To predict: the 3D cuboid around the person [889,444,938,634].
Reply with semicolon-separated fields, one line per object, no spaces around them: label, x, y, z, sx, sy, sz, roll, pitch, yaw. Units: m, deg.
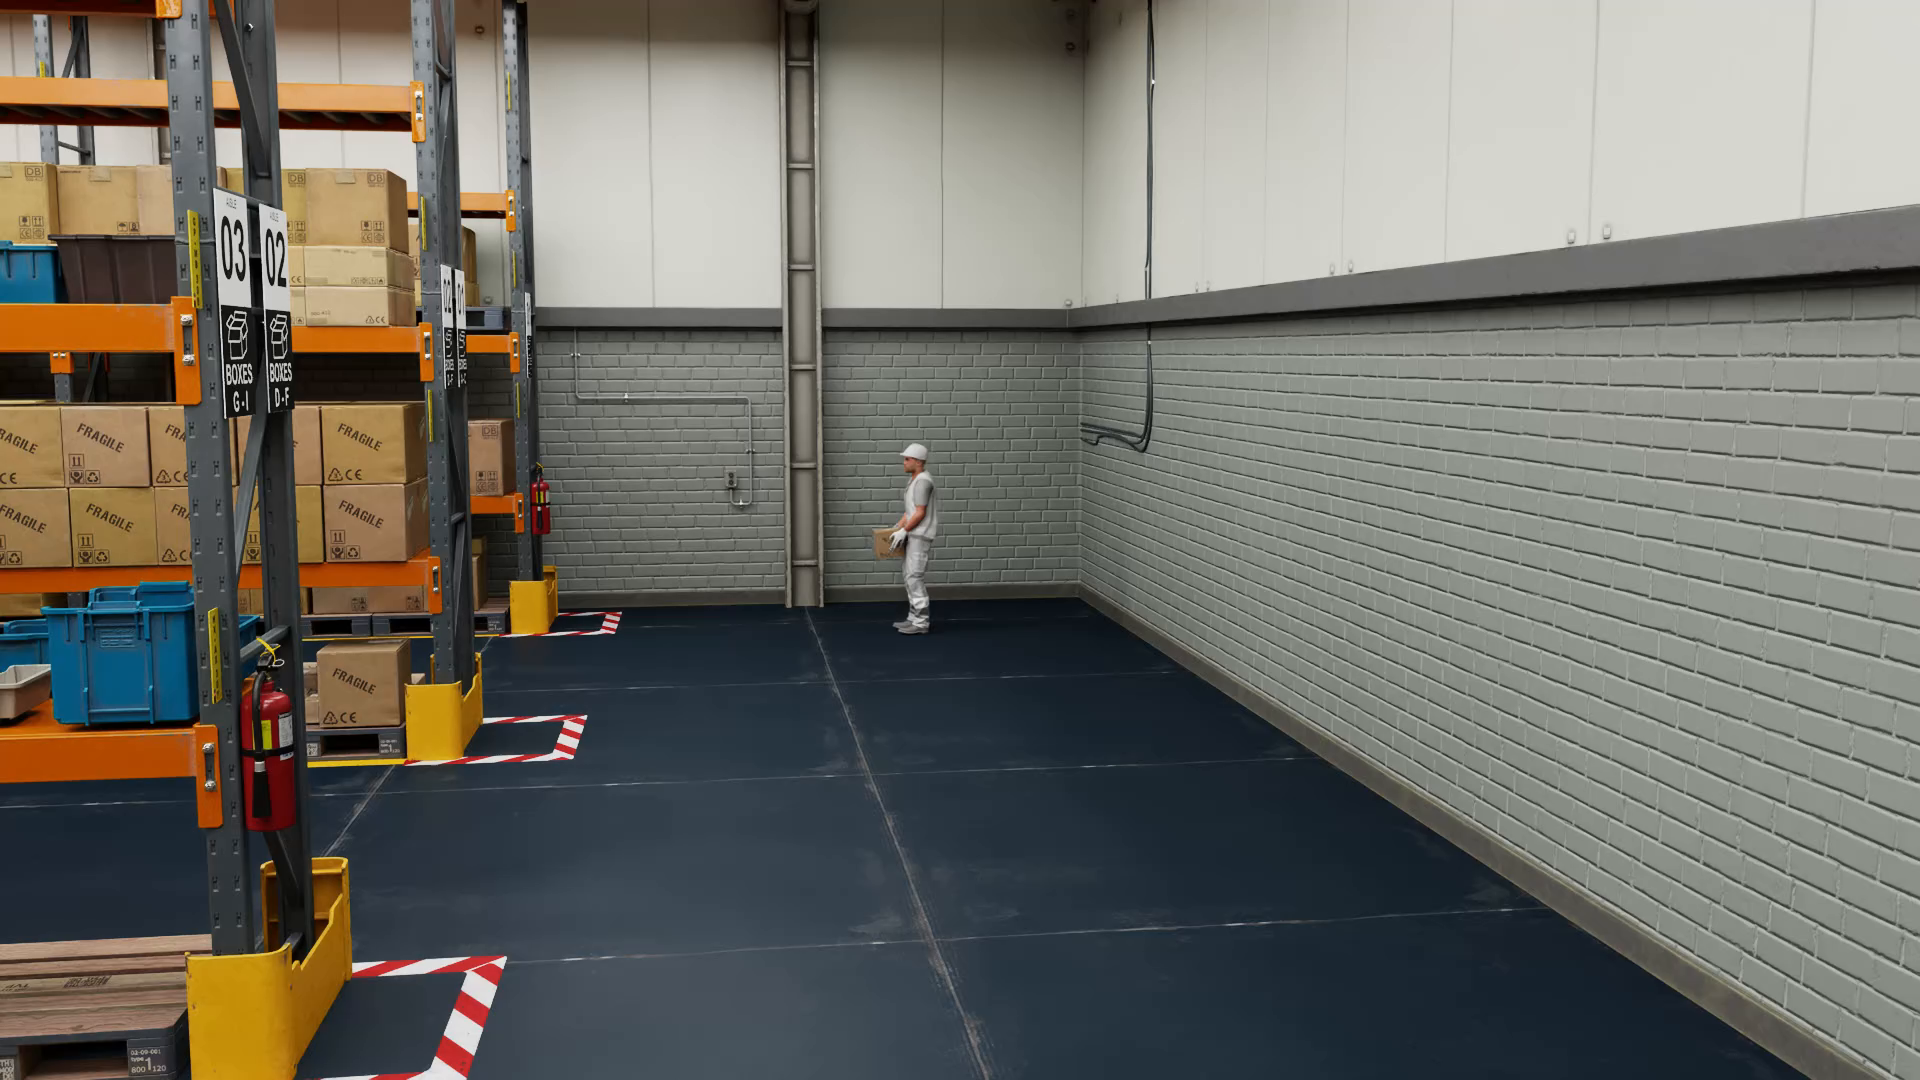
person;-0.455;-0.014;15.714;0.474;1.793;0.533;-1;6;-10
